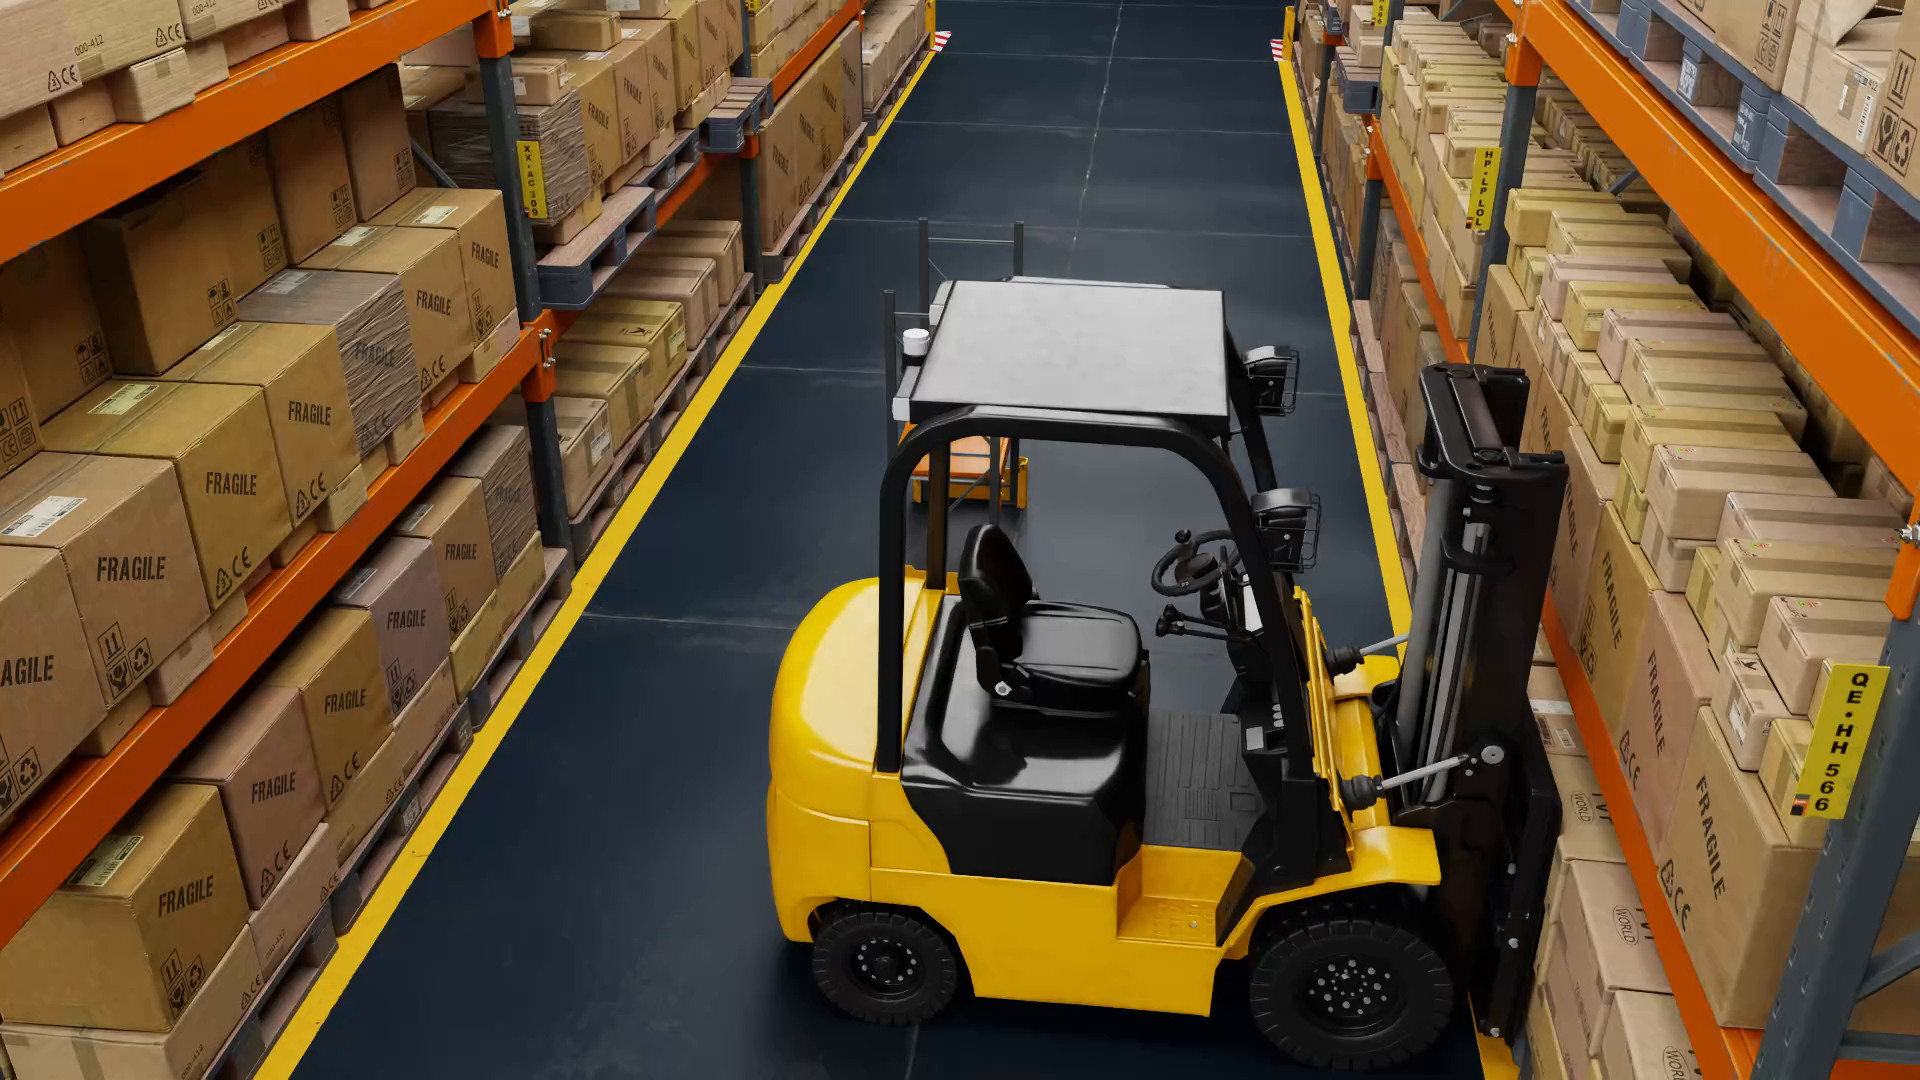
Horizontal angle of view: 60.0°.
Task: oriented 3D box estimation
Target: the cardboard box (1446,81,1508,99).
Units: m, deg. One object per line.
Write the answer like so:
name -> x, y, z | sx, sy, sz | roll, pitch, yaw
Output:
cardboard box -> 2.663, -2.214, 8.407 | 0.380, 0.149, 0.250 | 3, 28, 6

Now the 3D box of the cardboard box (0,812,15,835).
cardboard box -> -2.582, 0.688, 4.074 | 0.380, 0.149, 0.250 | 3, 29, 6

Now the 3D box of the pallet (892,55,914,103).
pallet -> -1.041, -4.624, 16.611 | 1.003, 0.211, 1.213 | 3, 28, 6

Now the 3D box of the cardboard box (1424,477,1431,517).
cardboard box -> 2.640, -0.256, 7.624 | 0.875, 0.625, 0.625 | 5, 29, 8

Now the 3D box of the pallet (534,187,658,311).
pallet -> -2.101, -1.424, 7.933 | 1.003, 0.211, 1.213 | 3, 28, 6

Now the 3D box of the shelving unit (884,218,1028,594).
shelving unit -> -0.009, -0.624, 7.828 | 0.587, 1.500, 1.083 | 3, 28, 6

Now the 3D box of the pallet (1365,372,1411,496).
pallet -> 2.786, -0.568, 9.081 | 1.003, 0.211, 1.213 | 3, 28, 6

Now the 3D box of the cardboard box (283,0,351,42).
cardboard box -> -2.215, -1.717, 5.377 | 0.380, 0.149, 0.250 | 4, 29, 8

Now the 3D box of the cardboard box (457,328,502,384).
cardboard box -> -2.100, -0.760, 6.762 | 0.380, 0.149, 0.250 | 4, 29, 7

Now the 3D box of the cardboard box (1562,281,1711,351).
cardboard box -> 2.151, -0.710, 5.303 | 0.380, 0.149, 0.250 | 3, 28, 5

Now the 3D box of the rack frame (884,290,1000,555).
rack frame -> -0.073, -0.381, 7.376 | 0.500, 1.500, 0.032 | 3, 28, 6

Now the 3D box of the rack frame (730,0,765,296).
rack frame -> -1.849, -3.040, 10.730 | 1.000, 3.000, 0.127 | 3, 28, 6

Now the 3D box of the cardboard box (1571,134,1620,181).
cardboard box -> 2.971, -1.715, 7.482 | 0.380, 0.149, 0.250 | 3, 28, 6

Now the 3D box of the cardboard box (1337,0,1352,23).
cardboard box -> 3.127, -4.037, 12.033 | 0.700, 0.500, 0.500 | 3, 28, 6

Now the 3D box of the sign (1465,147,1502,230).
sign -> 2.048, -1.372, 6.497 | 0.100, 0.325, 0.005 | 3, 28, 6

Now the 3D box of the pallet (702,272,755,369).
pallet -> -1.946, -1.445, 10.709 | 1.003, 0.211, 1.213 | 3, 28, 6

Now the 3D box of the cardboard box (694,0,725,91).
cardboard box -> -1.681, -2.926, 9.656 | 0.500, 0.500, 0.500 | 3, 28, 5

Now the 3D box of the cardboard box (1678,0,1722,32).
cardboard box -> 2.244, -1.554, 4.153 | 0.797, 0.503, 0.637 | 4, 29, 8

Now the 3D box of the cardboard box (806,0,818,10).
cardboard box -> -1.329, -4.133, 12.391 | 0.500, 0.250, 0.500 | 4, 29, 7

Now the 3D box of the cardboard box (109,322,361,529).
cardboard box -> -2.320, -0.380, 5.373 | 0.500, 0.500, 0.500 | 3, 28, 5

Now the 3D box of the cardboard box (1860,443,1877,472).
cardboard box -> 2.617, -0.199, 4.354 | 0.380, 0.149, 0.250 | 3, 28, 5

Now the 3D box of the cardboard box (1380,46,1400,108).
cardboard box -> 2.756, -2.714, 9.756 | 0.500, 0.250, 0.500 | 3, 28, 6

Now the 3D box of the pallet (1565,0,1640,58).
pallet -> 2.509, -1.749, 5.265 | 1.003, 0.211, 1.213 | 3, 28, 6

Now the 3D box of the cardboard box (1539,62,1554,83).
cardboard box -> 3.155, -2.432, 8.812 | 0.380, 0.149, 0.250 | 3, 28, 6

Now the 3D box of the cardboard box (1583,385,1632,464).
cardboard box -> 2.078, -0.339, 4.926 | 0.380, 0.149, 0.250 | 3, 28, 5

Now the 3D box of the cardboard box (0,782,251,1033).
cardboard box -> -2.454, 1.046, 4.811 | 0.500, 0.500, 0.500 | 2, 28, 4

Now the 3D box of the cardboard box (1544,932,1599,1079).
cardboard box -> 1.919, 1.335, 4.538 | 0.500, 0.250, 0.500 | 3, 28, 6

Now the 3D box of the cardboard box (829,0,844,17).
cardboard box -> -1.227, -4.391, 13.397 | 0.500, 0.250, 0.500 | 3, 28, 5

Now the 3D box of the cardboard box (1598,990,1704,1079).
cardboard box -> 1.844, 1.363, 3.959 | 0.500, 0.250, 0.500 | 4, 29, 8

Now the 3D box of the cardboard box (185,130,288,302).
cardboard box -> -2.781, -1.104, 5.663 | 0.700, 0.500, 0.500 | 3, 28, 5

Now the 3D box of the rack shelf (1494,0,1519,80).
rack shelf -> 2.833, -2.816, 7.910 | 1.077, 0.370, 4.000 | 3, 28, 6

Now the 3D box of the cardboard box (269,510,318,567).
cardboard box -> -2.343, -0.042, 5.430 | 0.380, 0.149, 0.250 | 3, 28, 5

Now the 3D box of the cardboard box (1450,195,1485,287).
cardboard box -> 2.394, -1.270, 7.077 | 0.500, 0.250, 0.500 | 3, 28, 5

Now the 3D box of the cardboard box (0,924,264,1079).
cardboard box -> -2.456, 1.388, 4.968 | 0.500, 0.250, 0.500 | 3, 28, 6

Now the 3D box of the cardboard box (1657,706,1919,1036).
cardboard box -> 1.897, 0.722, 3.643 | 0.500, 0.500, 0.500 | 3, 28, 5

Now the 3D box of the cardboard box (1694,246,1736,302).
cardboard box -> 2.757, -0.922, 5.696 | 0.380, 0.149, 0.250 | 3, 28, 6

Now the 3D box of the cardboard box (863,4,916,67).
cardboard box -> -0.954, -5.115, 16.840 | 0.875, 0.438, 0.875 | 4, 29, 8

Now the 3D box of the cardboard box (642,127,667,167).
cardboard box -> -1.770, -2.085, 8.780 | 0.380, 0.149, 0.250 | 4, 29, 8

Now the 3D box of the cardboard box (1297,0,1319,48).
cardboard box -> 3.889, -5.322, 17.156 | 0.797, 0.503, 0.637 | 2, 28, 4

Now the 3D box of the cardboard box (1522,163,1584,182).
cardboard box -> 2.423, -1.496, 7.075 | 0.380, 0.149, 0.250 | 3, 28, 5

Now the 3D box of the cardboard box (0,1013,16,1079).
cardboard box -> -2.994, 1.344, 5.049 | 0.500, 0.250, 0.500 | 3, 28, 6

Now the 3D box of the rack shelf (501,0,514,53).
rack shelf -> -2.094, -3.102, 8.442 | 1.077, 0.370, 4.000 | 3, 28, 6

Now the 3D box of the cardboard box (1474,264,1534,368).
cardboard box -> 2.274, -0.721, 6.320 | 0.500, 0.500, 0.500 | 3, 28, 5

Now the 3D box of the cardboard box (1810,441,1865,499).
cardboard box -> 2.607, -0.182, 4.635 | 0.380, 0.149, 0.250 | 3, 28, 6

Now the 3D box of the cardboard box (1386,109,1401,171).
cardboard box -> 2.714, -2.256, 9.433 | 0.500, 0.250, 0.500 | 3, 28, 5

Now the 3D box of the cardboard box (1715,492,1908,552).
cardboard box -> 2.041, 0.016, 3.956 | 0.380, 0.149, 0.250 | 4, 29, 7

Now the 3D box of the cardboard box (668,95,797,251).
cardboard box -> -1.682, -2.610, 11.729 | 0.875, 0.875, 0.875 | 3, 28, 6

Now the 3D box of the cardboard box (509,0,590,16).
cardboard box -> -2.249, -2.705, 9.247 | 0.500, 0.500, 0.500 | 4, 29, 7

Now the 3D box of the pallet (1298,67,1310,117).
pallet -> 3.800, -4.307, 16.023 | 1.003, 0.211, 1.213 | 3, 28, 6

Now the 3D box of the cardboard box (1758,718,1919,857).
cardboard box -> 1.862, 0.503, 3.364 | 0.380, 0.149, 0.250 | 4, 29, 7

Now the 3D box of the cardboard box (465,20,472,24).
cardboard box -> -2.425, -2.489, 8.161 | 0.380, 0.149, 0.250 | 2, 28, 4

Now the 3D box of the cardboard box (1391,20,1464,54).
cardboard box -> 2.746, -2.950, 9.774 | 0.380, 0.149, 0.250 | 4, 29, 8

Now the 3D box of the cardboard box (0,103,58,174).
cardboard box -> -2.450, -0.991, 4.029 | 0.380, 0.149, 0.250 | 3, 28, 6

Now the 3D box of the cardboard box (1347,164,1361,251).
cardboard box -> 2.988, -2.284, 11.520 | 0.500, 0.500, 0.500 | 3, 28, 5

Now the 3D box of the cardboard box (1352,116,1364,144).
cardboard box -> 3.077, -2.993, 12.152 | 0.380, 0.149, 0.250 | 2, 28, 4
